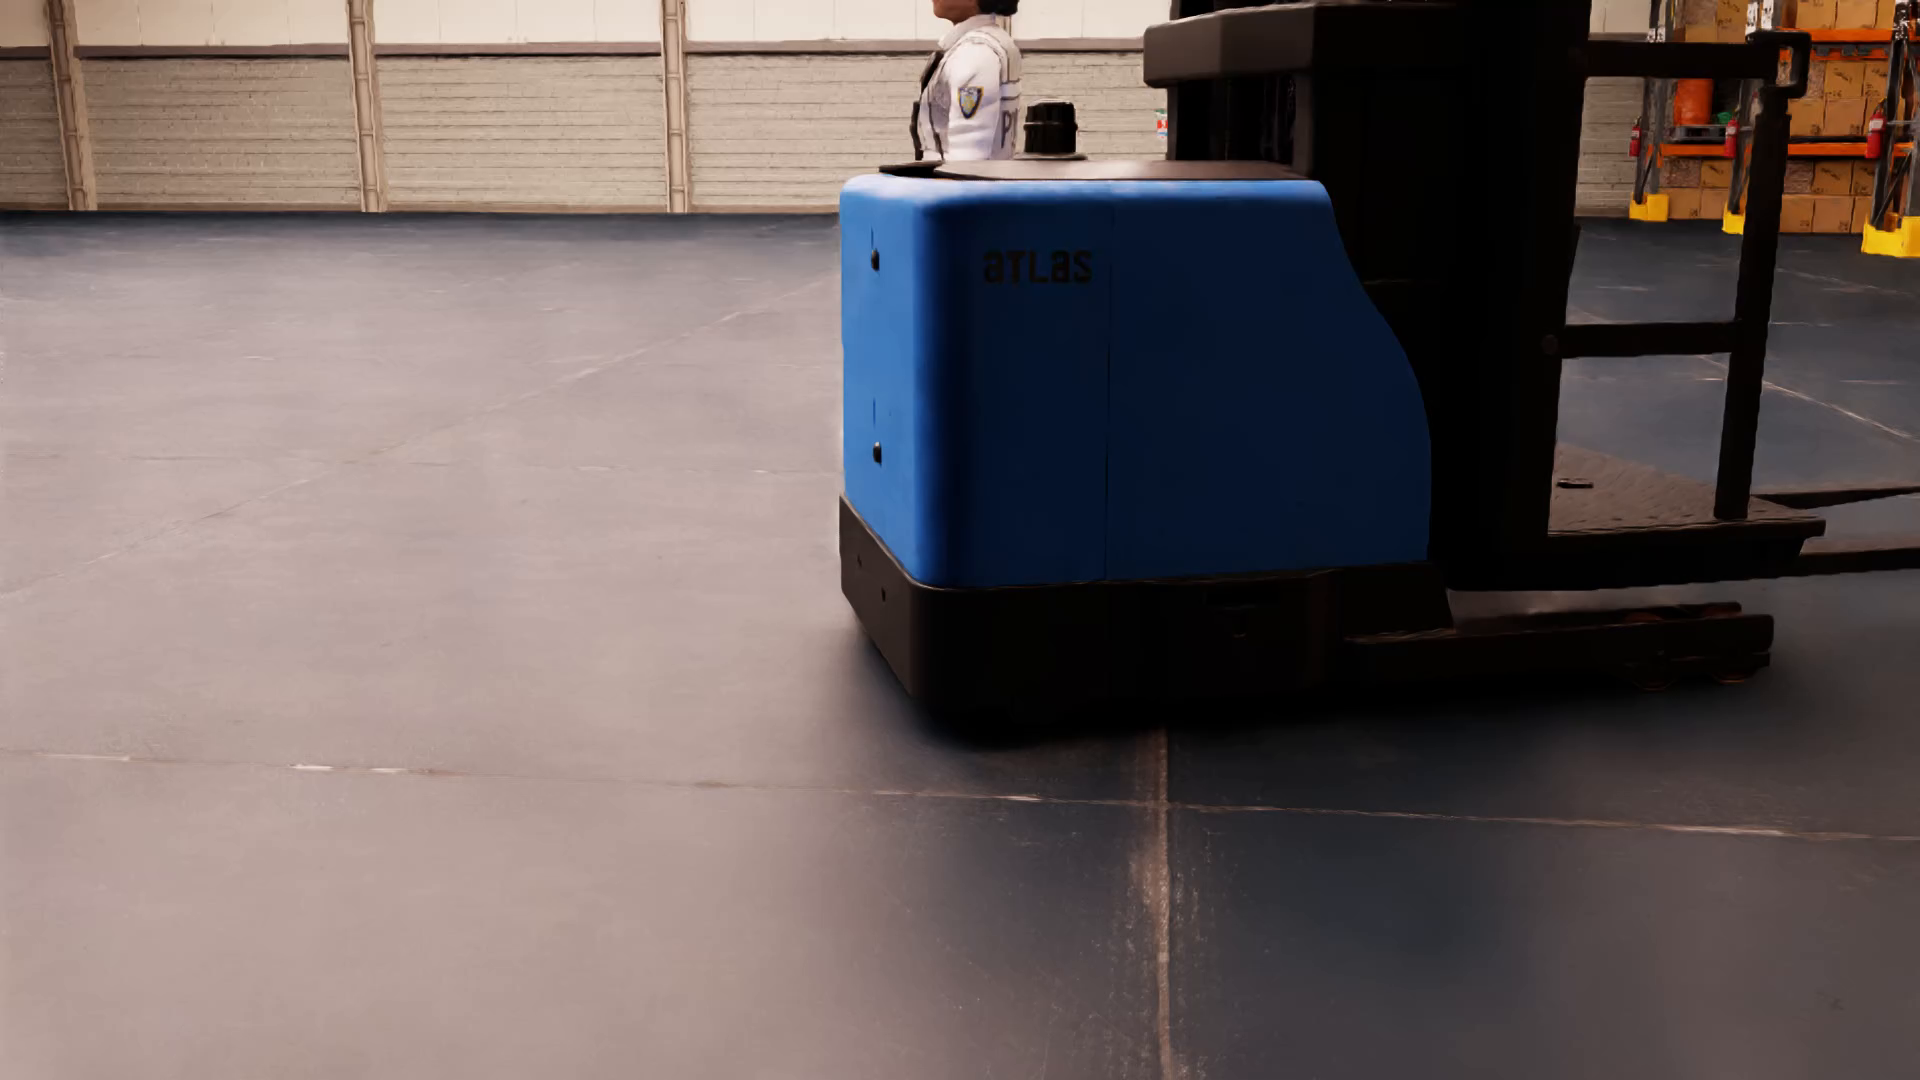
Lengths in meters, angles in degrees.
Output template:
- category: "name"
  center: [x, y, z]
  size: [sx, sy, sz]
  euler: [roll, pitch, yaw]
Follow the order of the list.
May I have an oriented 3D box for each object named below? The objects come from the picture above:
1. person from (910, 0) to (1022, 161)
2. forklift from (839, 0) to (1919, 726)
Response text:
- category: "person"
  center: [-0.065, -0.874, 4.757]
  size: [0.534, 1.695, 0.586]
  euler: [2, 13, 7]
- category: "forklift"
  center: [1.279, -1.218, 3.719]
  size: [3.031, 2.935, 1.130]
  euler: [-3, 14, -13]
